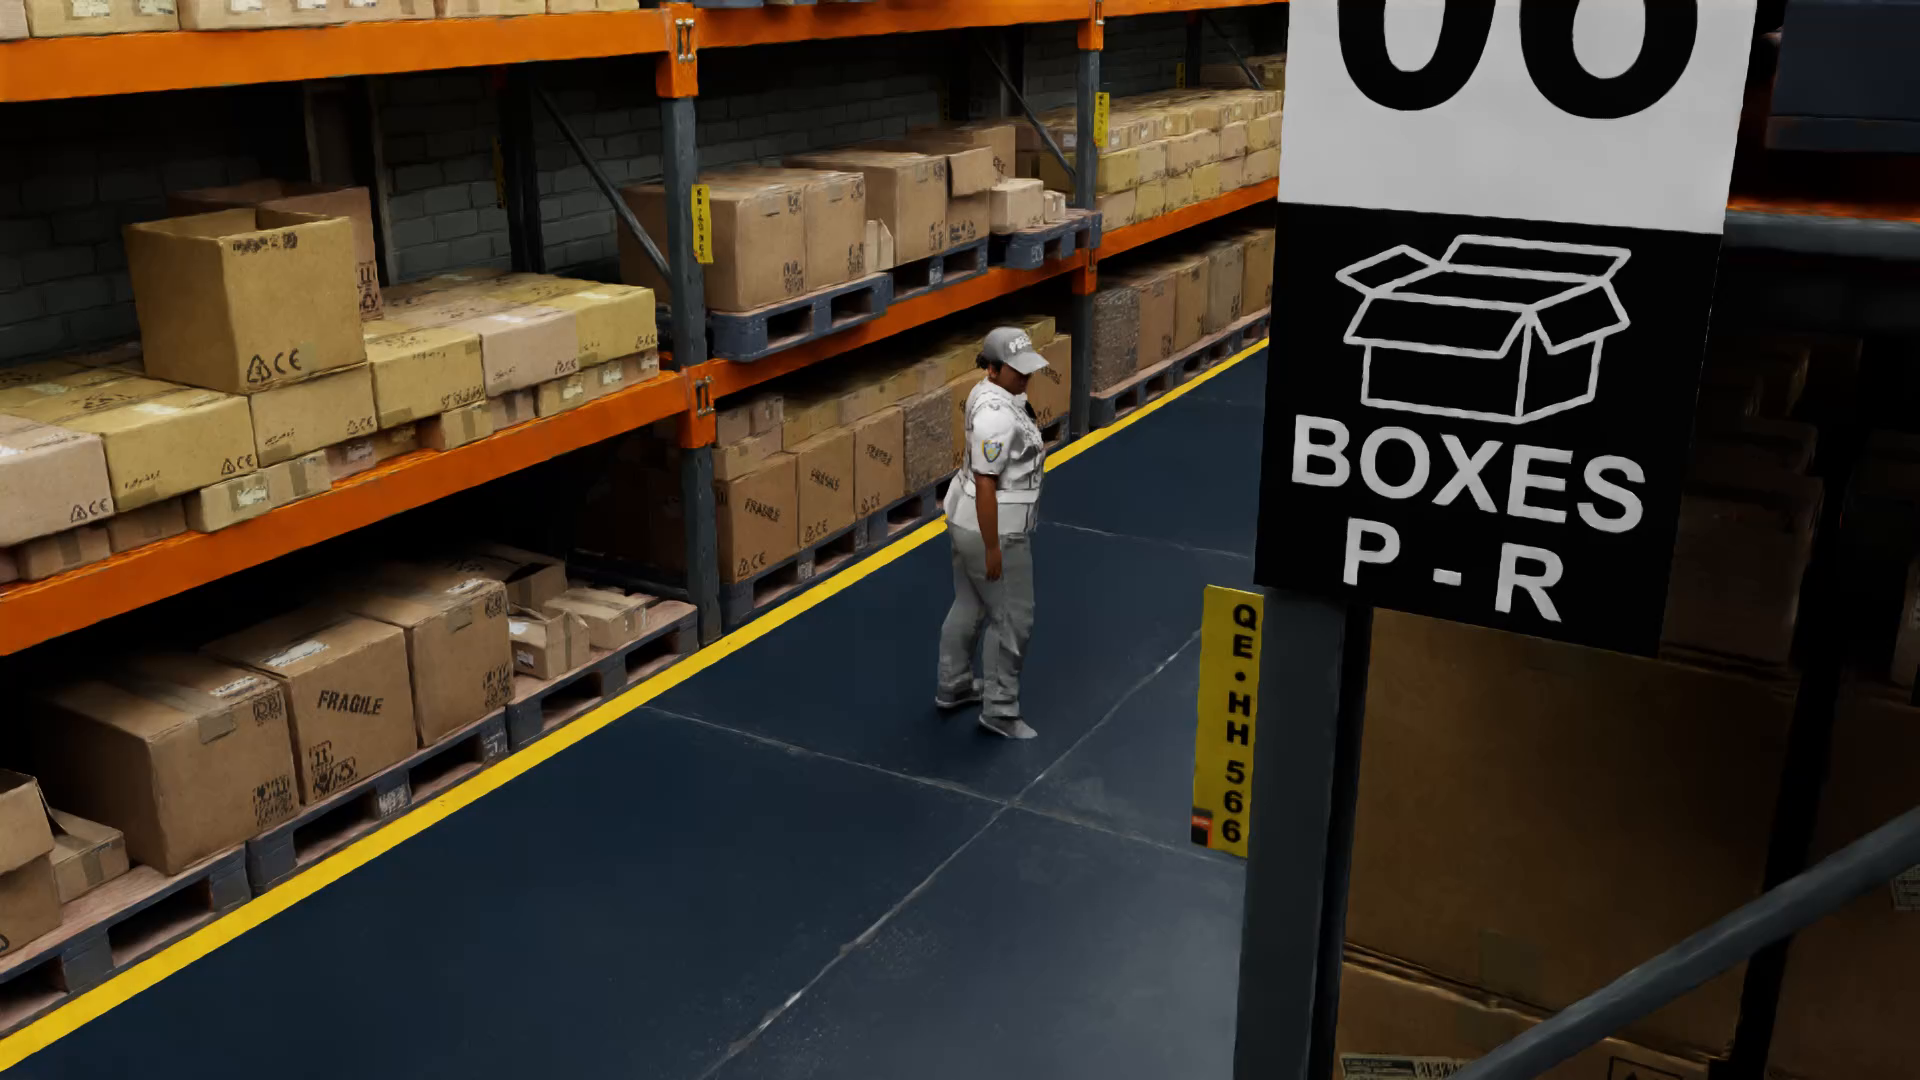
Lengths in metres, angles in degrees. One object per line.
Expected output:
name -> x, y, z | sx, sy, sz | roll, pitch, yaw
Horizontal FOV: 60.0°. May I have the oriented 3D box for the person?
person -> 0.133, -0.018, 6.693 | 0.448, 1.724, 0.519 | -2, 20, -7
